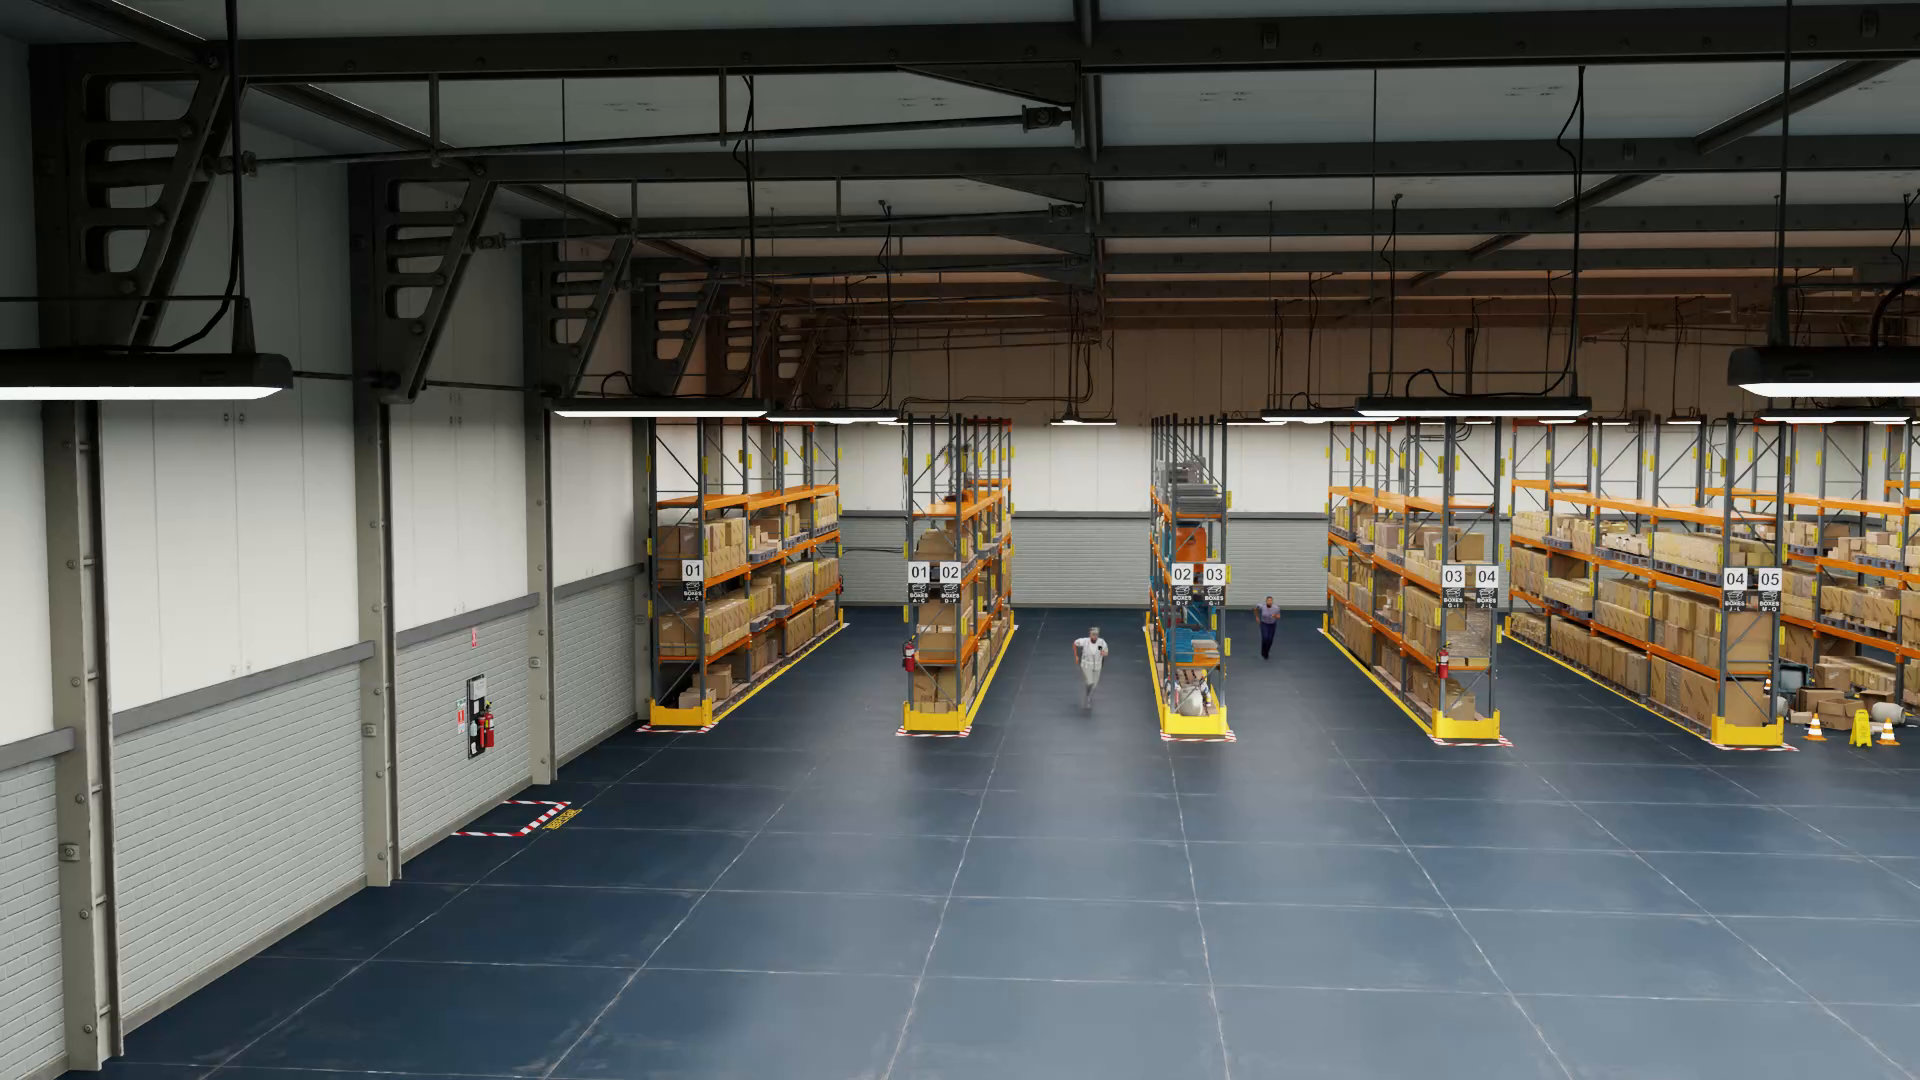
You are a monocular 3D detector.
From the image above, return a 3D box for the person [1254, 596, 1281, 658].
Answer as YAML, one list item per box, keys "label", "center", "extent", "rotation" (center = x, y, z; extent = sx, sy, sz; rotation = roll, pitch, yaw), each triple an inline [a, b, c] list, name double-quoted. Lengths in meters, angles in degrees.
- label: "person"
  center: [7.609, 2.167, 41.122]
  extent: [0.592, 1.551, 0.813]
  rotation: [0, 4, -1]

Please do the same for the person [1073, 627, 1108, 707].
- label: "person"
  center: [2.666, 2.587, 33.758]
  extent: [0.644, 1.693, 0.872]
  rotation: [-1, 4, -15]
